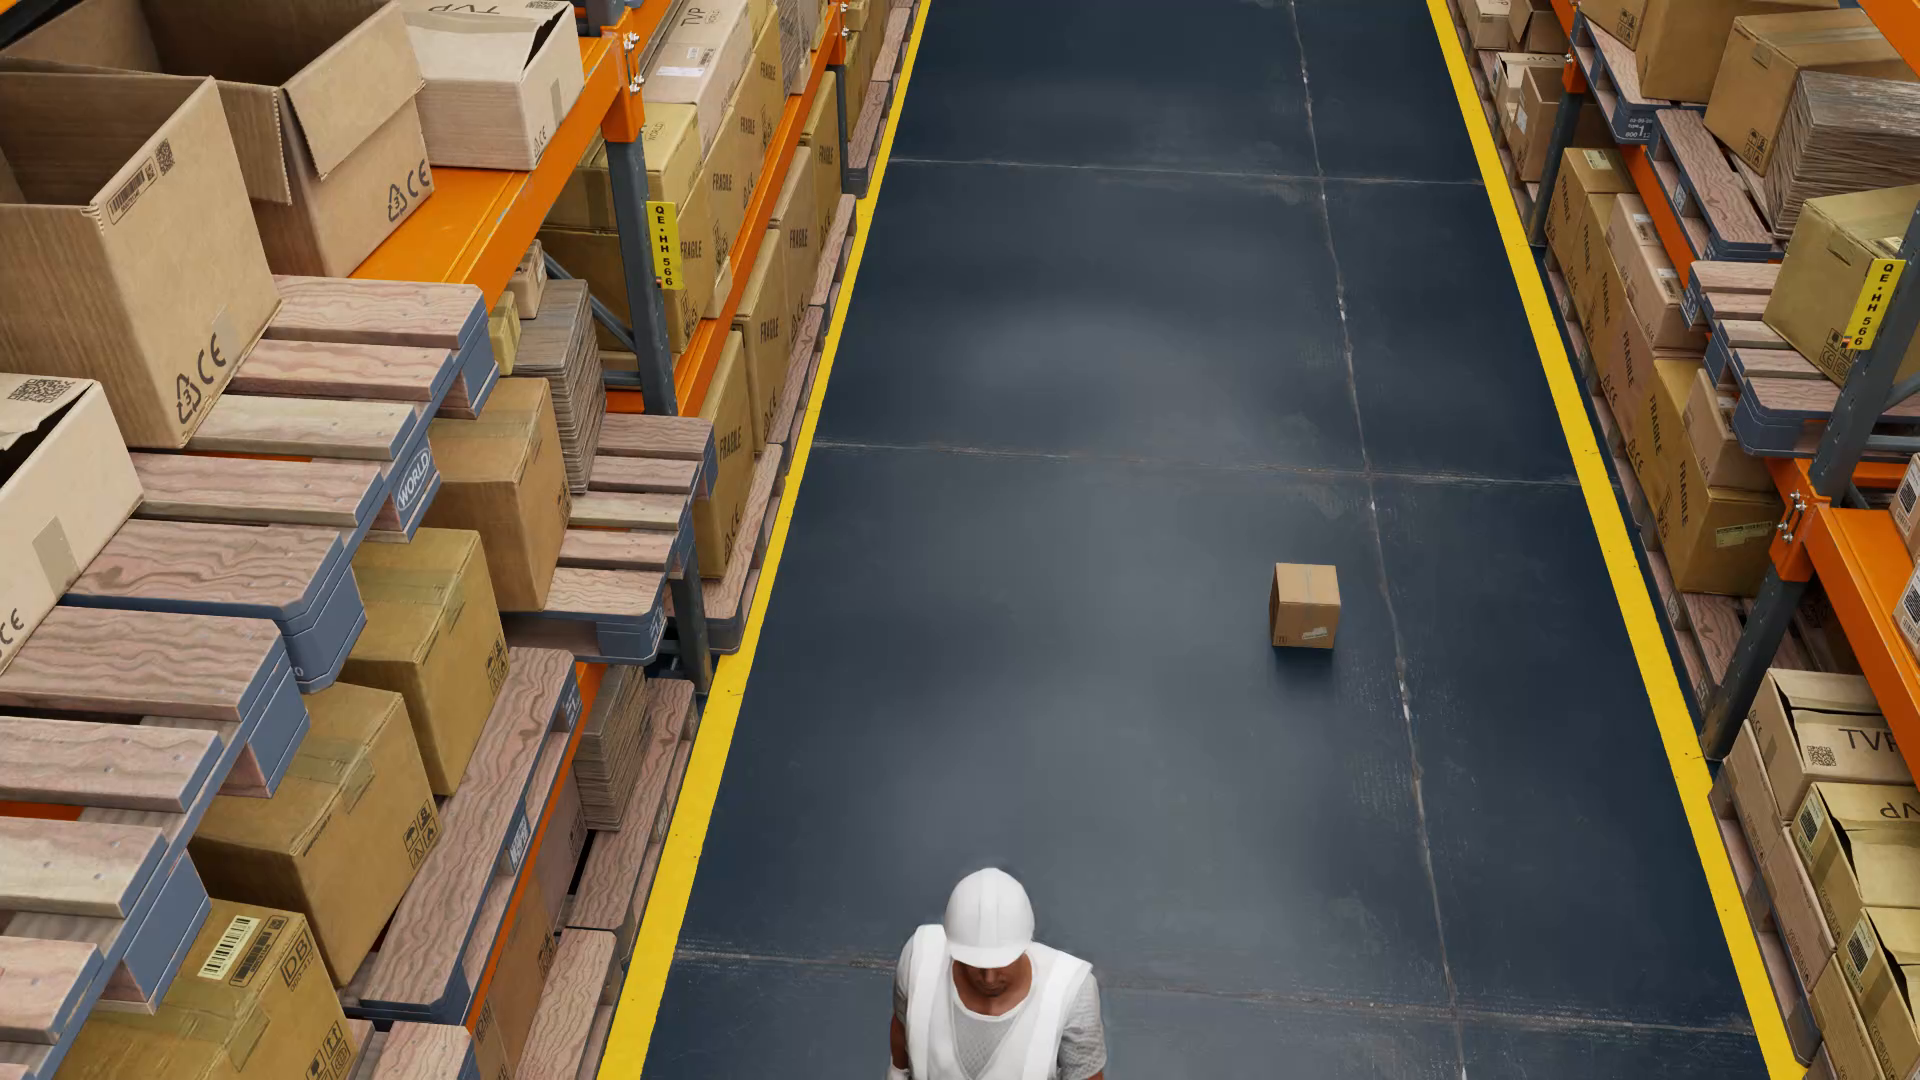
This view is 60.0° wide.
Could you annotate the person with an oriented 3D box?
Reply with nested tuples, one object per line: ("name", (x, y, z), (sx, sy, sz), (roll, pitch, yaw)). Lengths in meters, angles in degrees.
("person", (0.055, 1.566, 4.279), (0.602, 1.846, 0.626), (8, 40, 10))
